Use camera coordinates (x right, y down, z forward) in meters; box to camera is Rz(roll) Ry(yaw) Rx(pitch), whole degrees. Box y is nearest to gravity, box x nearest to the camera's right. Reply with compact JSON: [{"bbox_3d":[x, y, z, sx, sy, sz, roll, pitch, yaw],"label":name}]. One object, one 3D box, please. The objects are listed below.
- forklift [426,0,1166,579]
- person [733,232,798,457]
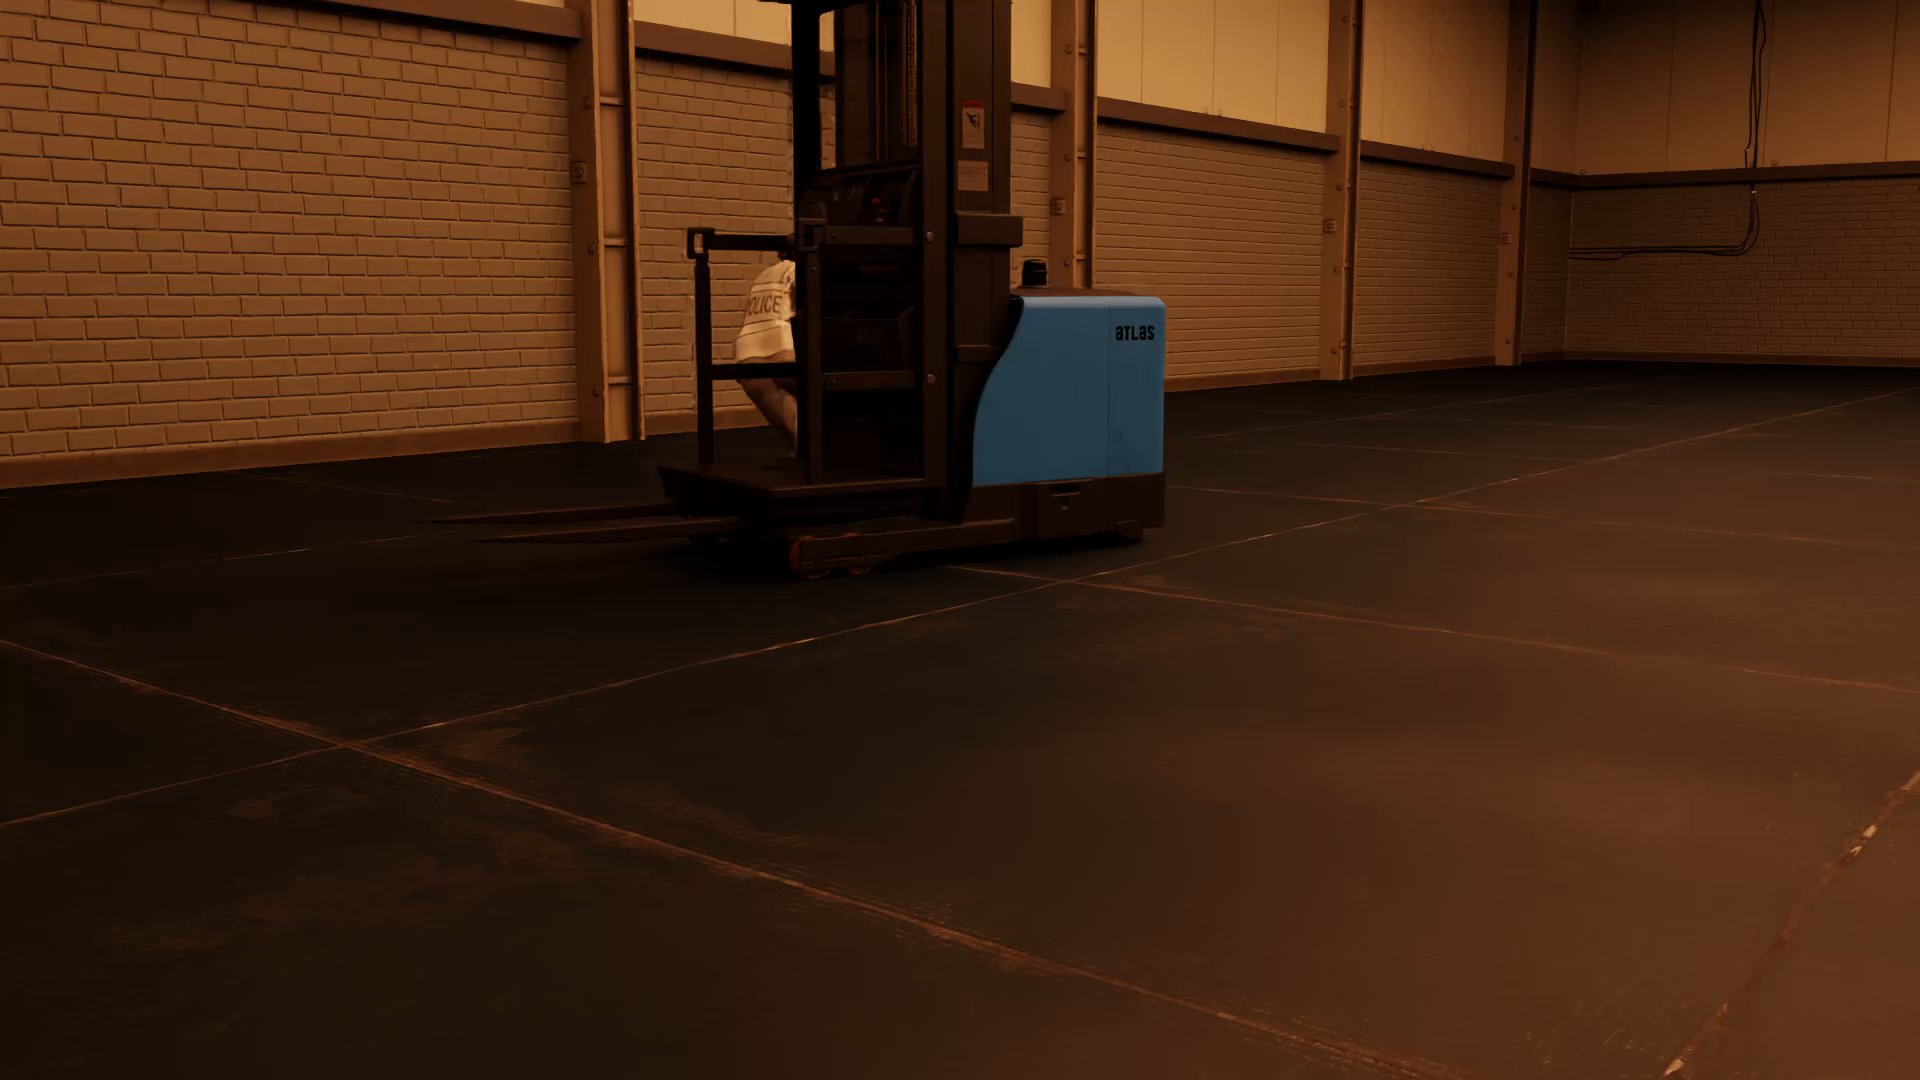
[{"bbox_3d":[-0.606,-1.387,6.764,3.031,2.935,1.130,-5,10,-33],"label":"forklift"},{"bbox_3d":[-0.709,-0.903,8.698,0.899,1.442,0.981,3,9,20],"label":"person"}]
